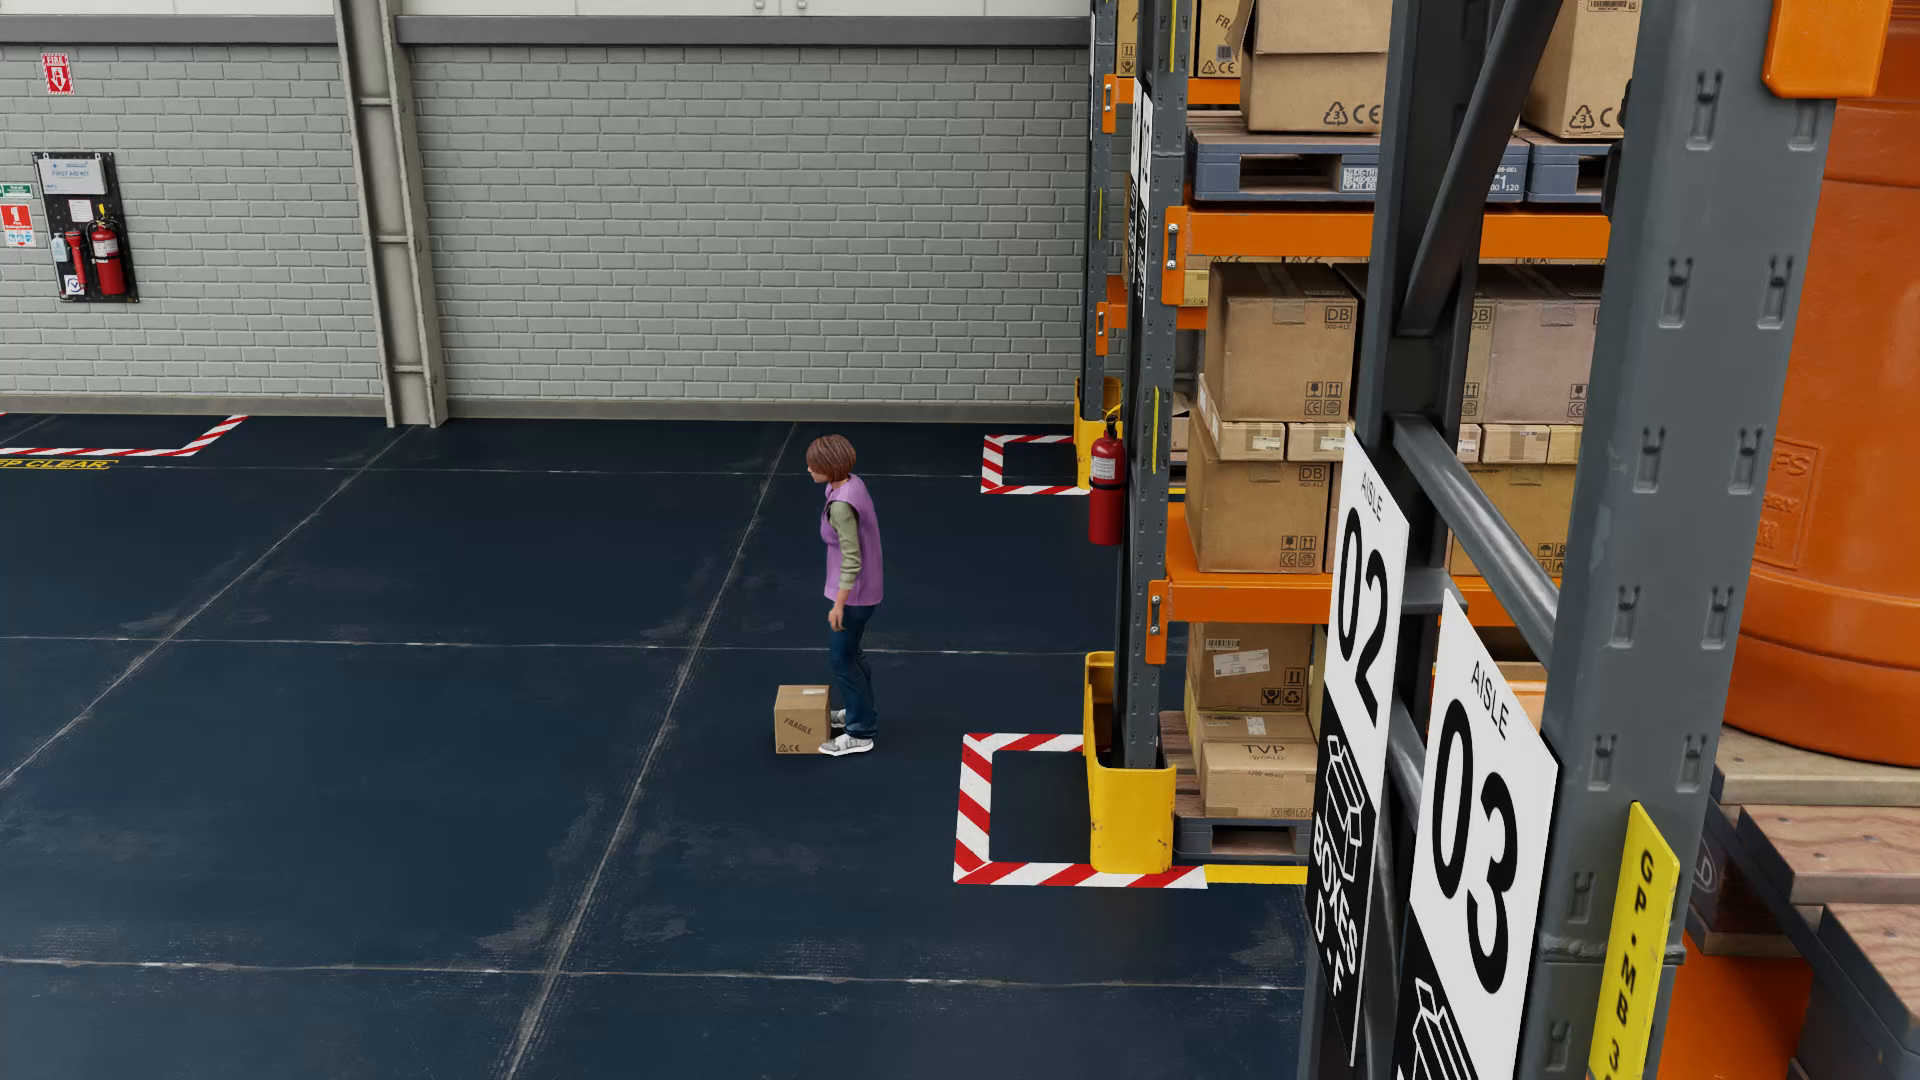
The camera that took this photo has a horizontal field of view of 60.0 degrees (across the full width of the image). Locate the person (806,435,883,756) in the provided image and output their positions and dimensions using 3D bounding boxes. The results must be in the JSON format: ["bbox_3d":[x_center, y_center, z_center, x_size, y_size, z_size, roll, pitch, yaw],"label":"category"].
[{"bbox_3d":[-0.535,0.256,7.933,0.341,1.594,0.483,0,21,-1],"label":"person"}]
